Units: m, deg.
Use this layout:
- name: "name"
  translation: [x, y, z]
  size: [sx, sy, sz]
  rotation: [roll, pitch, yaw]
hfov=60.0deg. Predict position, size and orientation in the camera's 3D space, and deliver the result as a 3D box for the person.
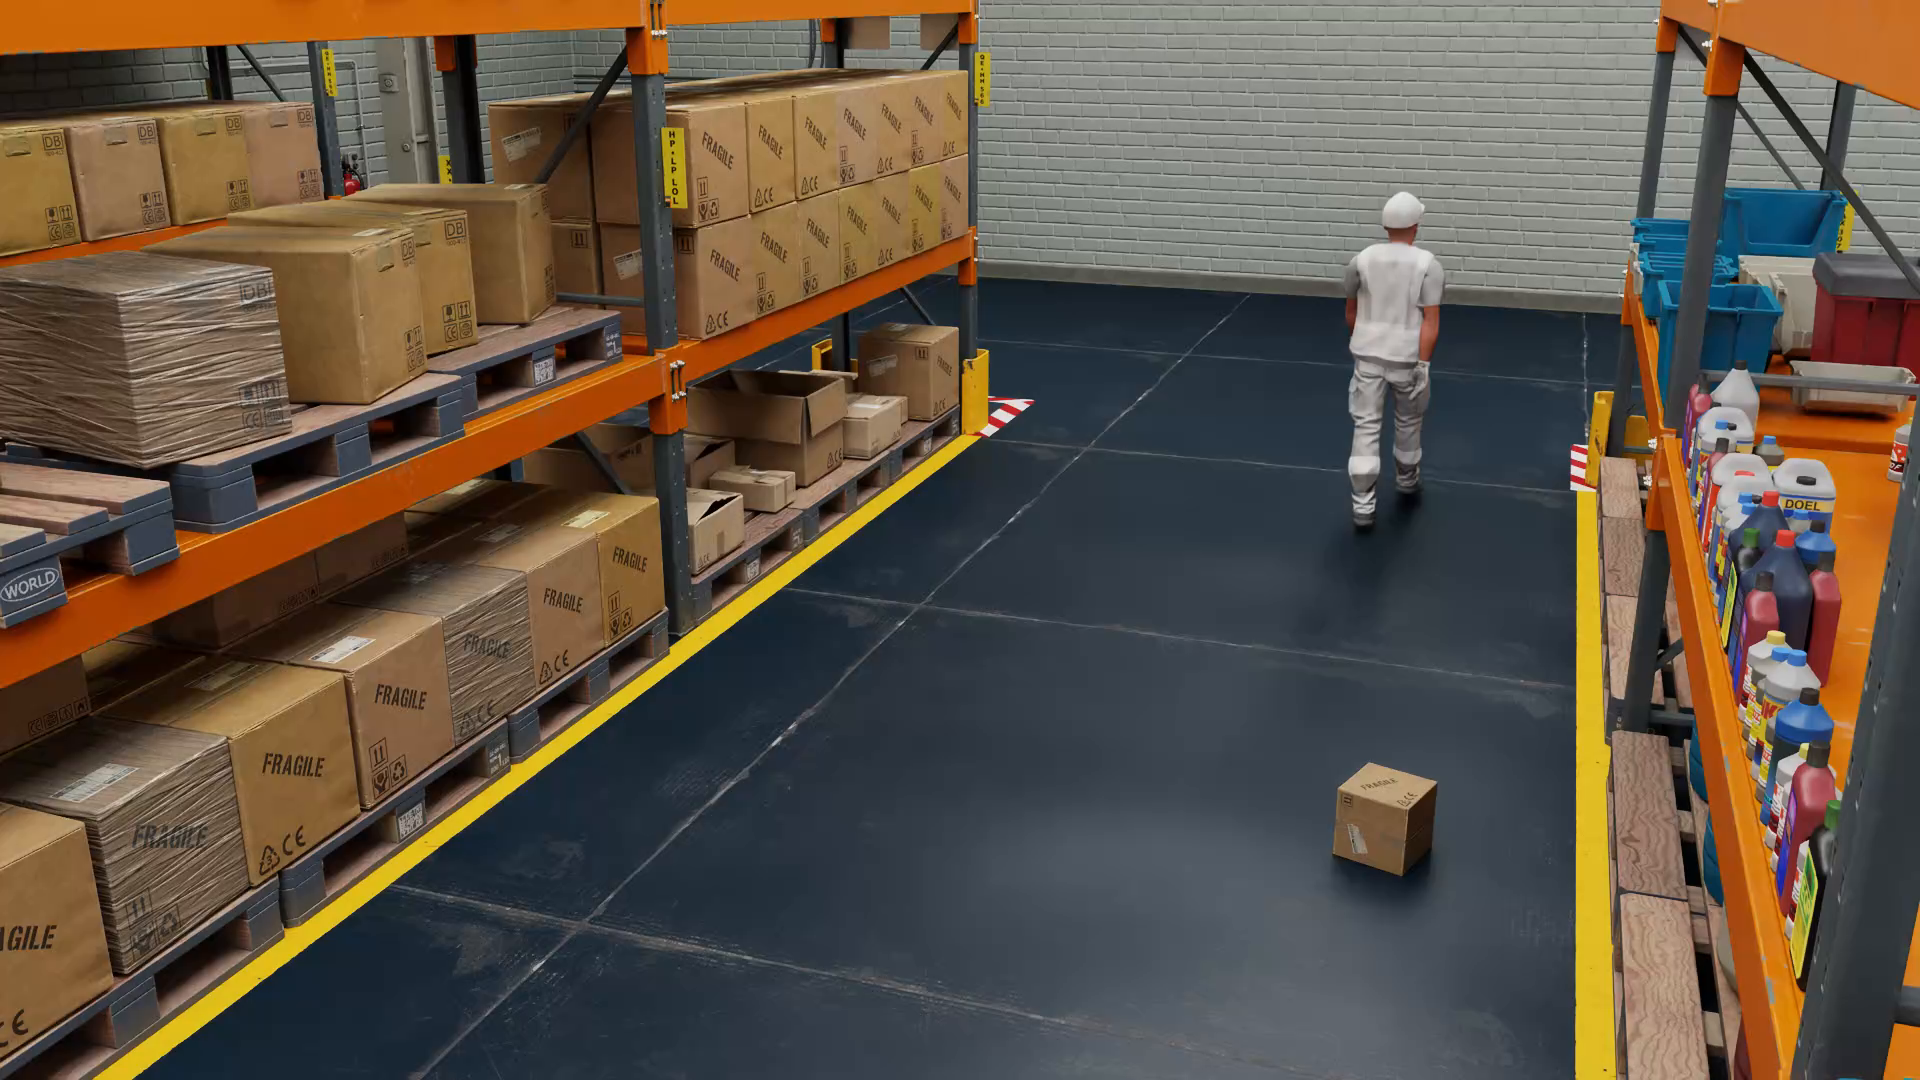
- name: "person"
  translation: [2.349, -1.026, 9.034]
  size: [0.528, 1.736, 0.971]
  rotation: [7, 20, 21]
